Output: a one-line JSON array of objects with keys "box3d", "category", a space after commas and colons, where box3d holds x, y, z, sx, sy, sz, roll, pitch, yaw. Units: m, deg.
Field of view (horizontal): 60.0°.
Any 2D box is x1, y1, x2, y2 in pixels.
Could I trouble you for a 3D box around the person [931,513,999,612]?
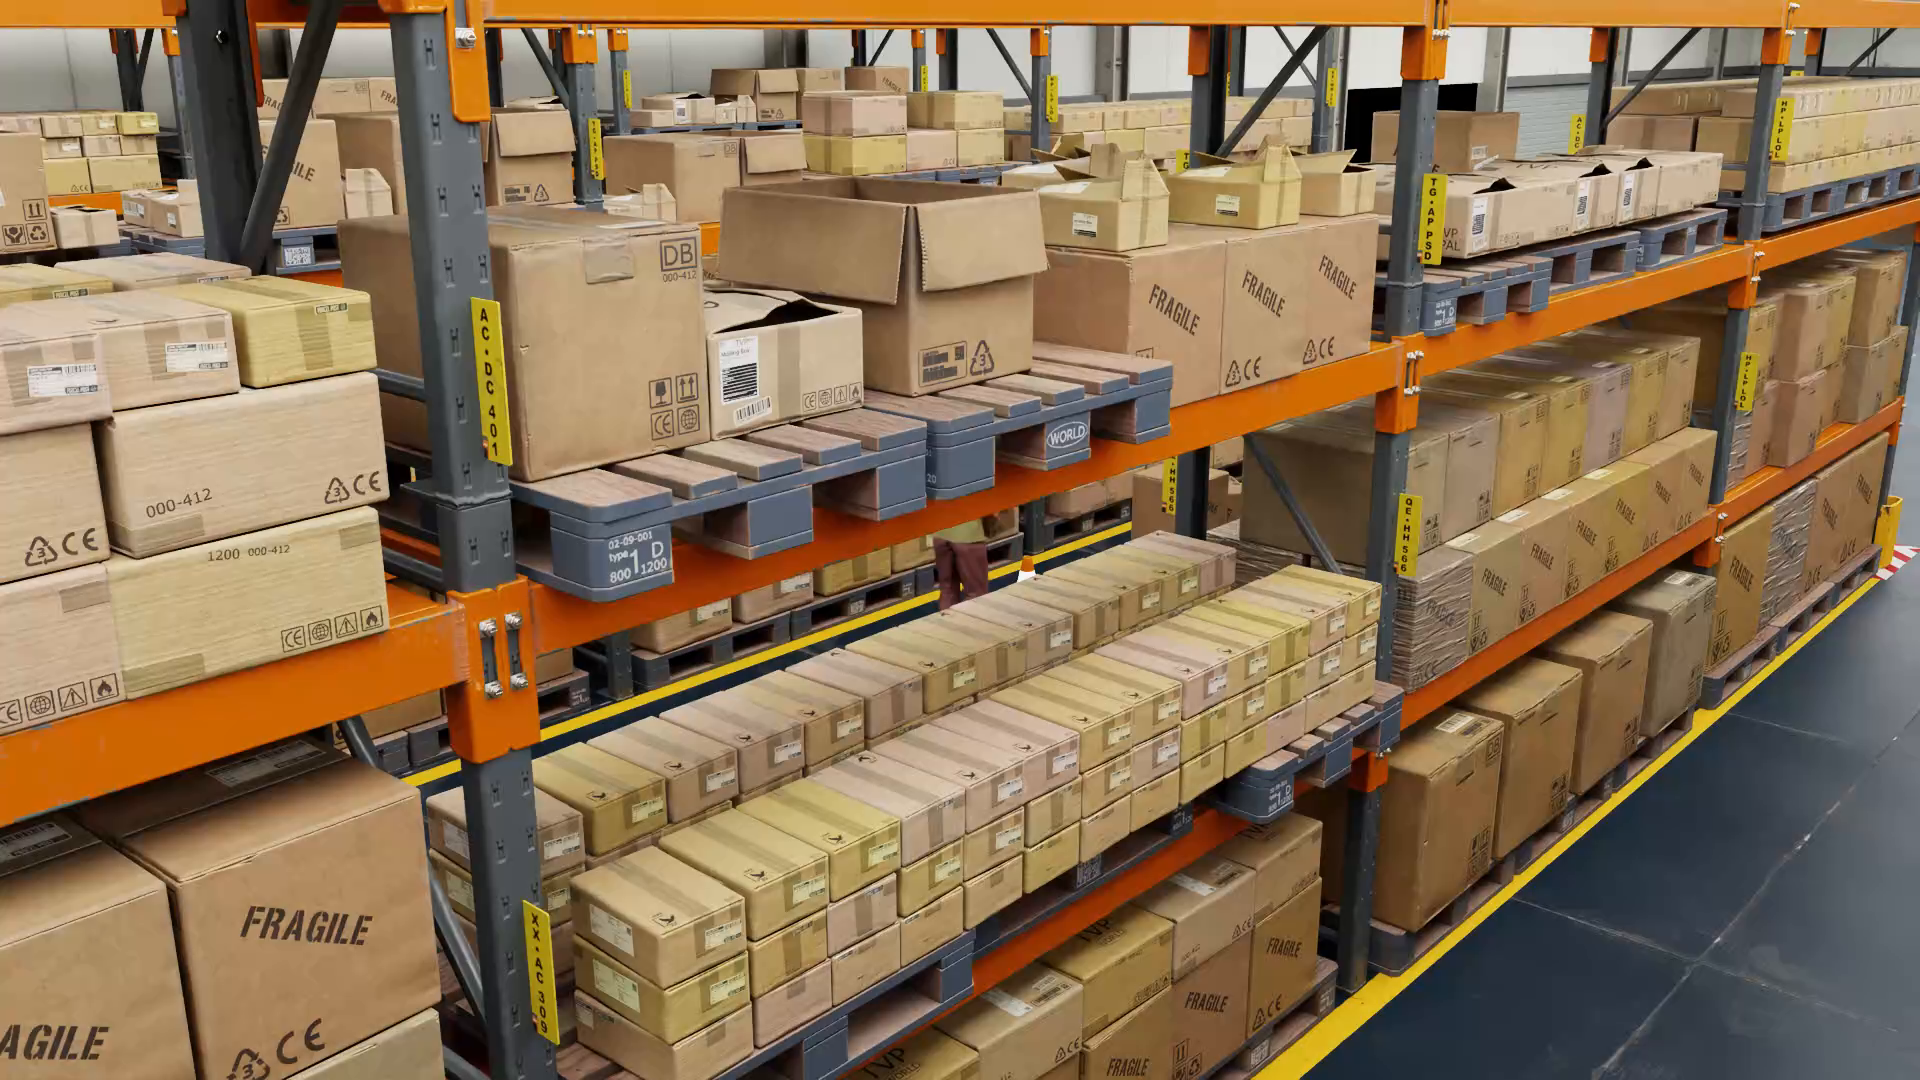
[{"box3d": [0.013, -0.006, 10.566, 0.438, 1.673, 0.543, 11, 20, 32], "category": "person"}]
